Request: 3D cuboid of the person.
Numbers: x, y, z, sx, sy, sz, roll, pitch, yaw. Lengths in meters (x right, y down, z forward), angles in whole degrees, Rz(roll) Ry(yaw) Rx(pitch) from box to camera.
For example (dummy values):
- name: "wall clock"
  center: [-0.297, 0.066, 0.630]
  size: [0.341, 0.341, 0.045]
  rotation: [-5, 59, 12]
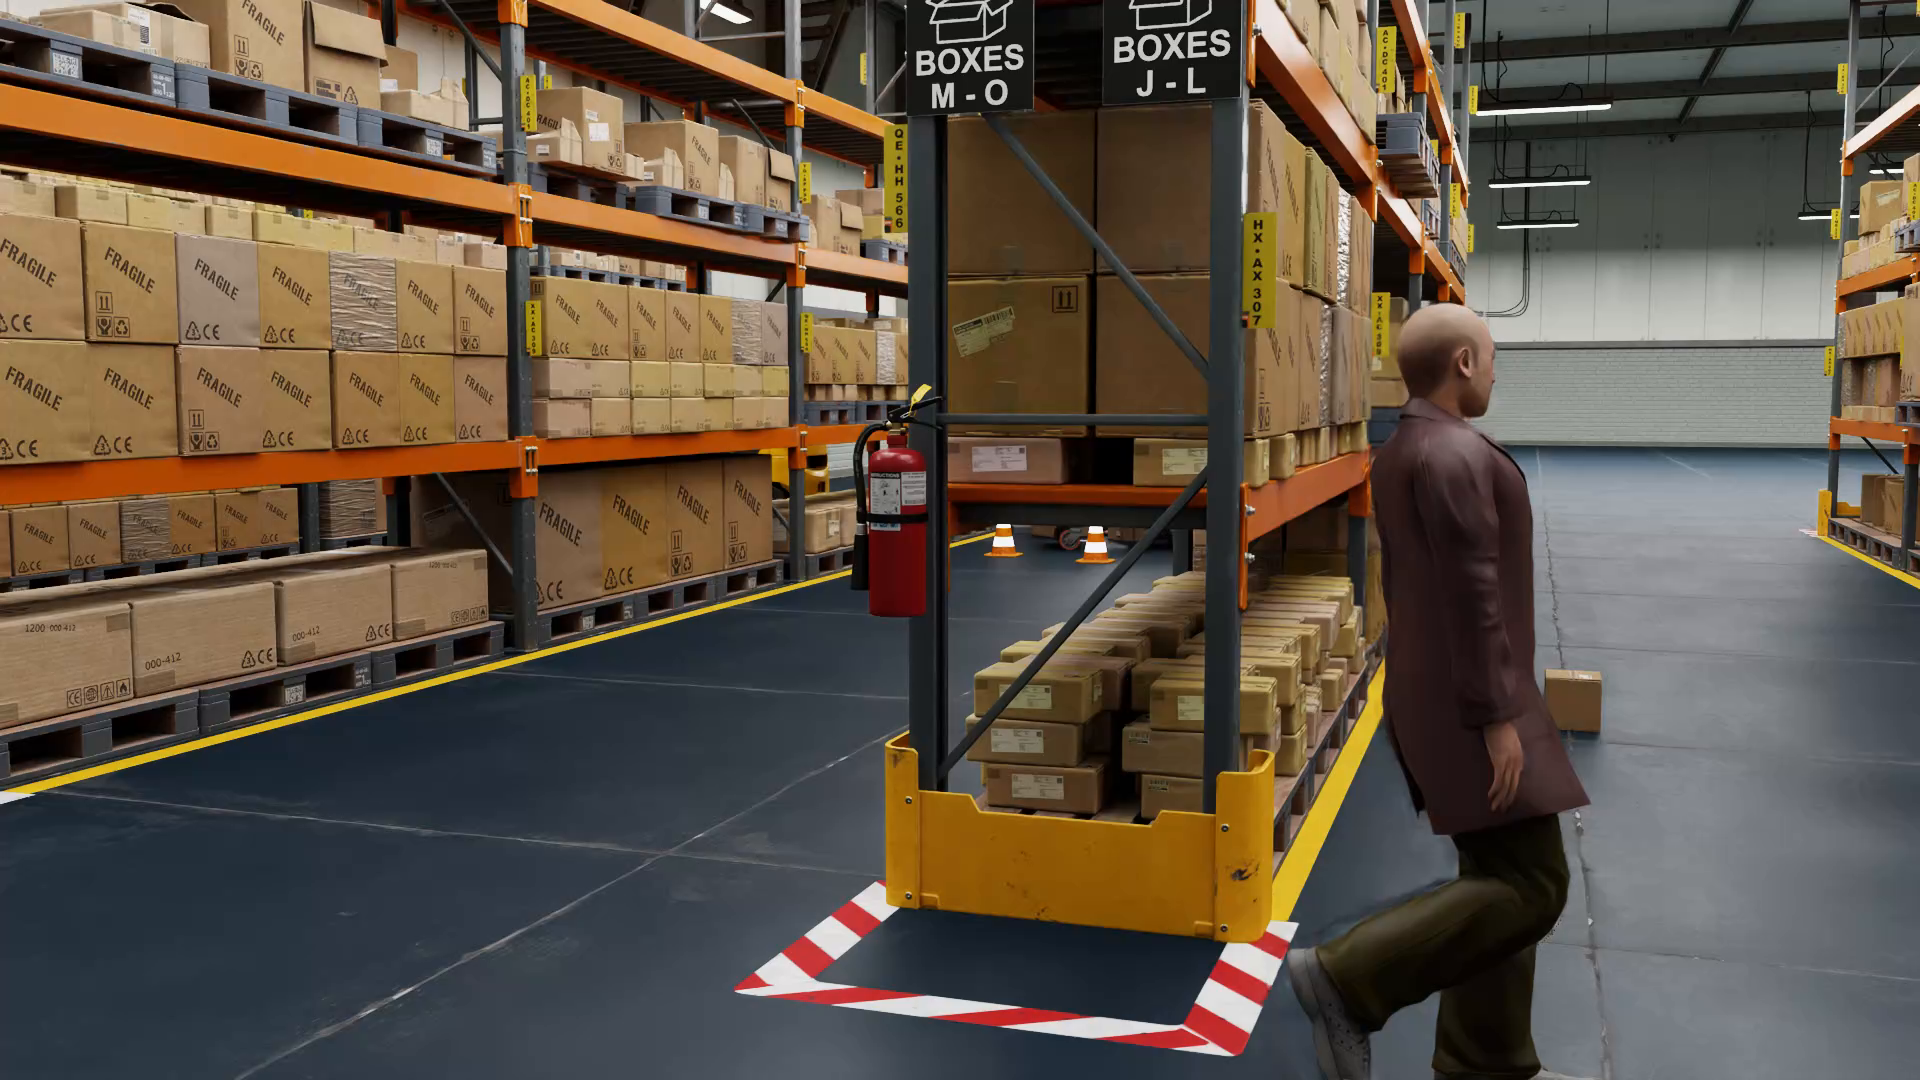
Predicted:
- name: "person"
  center: [1.057, 0.367, 3.606]
  size: [0.703, 1.753, 0.604]
  rotation: [0, 5, 5]
